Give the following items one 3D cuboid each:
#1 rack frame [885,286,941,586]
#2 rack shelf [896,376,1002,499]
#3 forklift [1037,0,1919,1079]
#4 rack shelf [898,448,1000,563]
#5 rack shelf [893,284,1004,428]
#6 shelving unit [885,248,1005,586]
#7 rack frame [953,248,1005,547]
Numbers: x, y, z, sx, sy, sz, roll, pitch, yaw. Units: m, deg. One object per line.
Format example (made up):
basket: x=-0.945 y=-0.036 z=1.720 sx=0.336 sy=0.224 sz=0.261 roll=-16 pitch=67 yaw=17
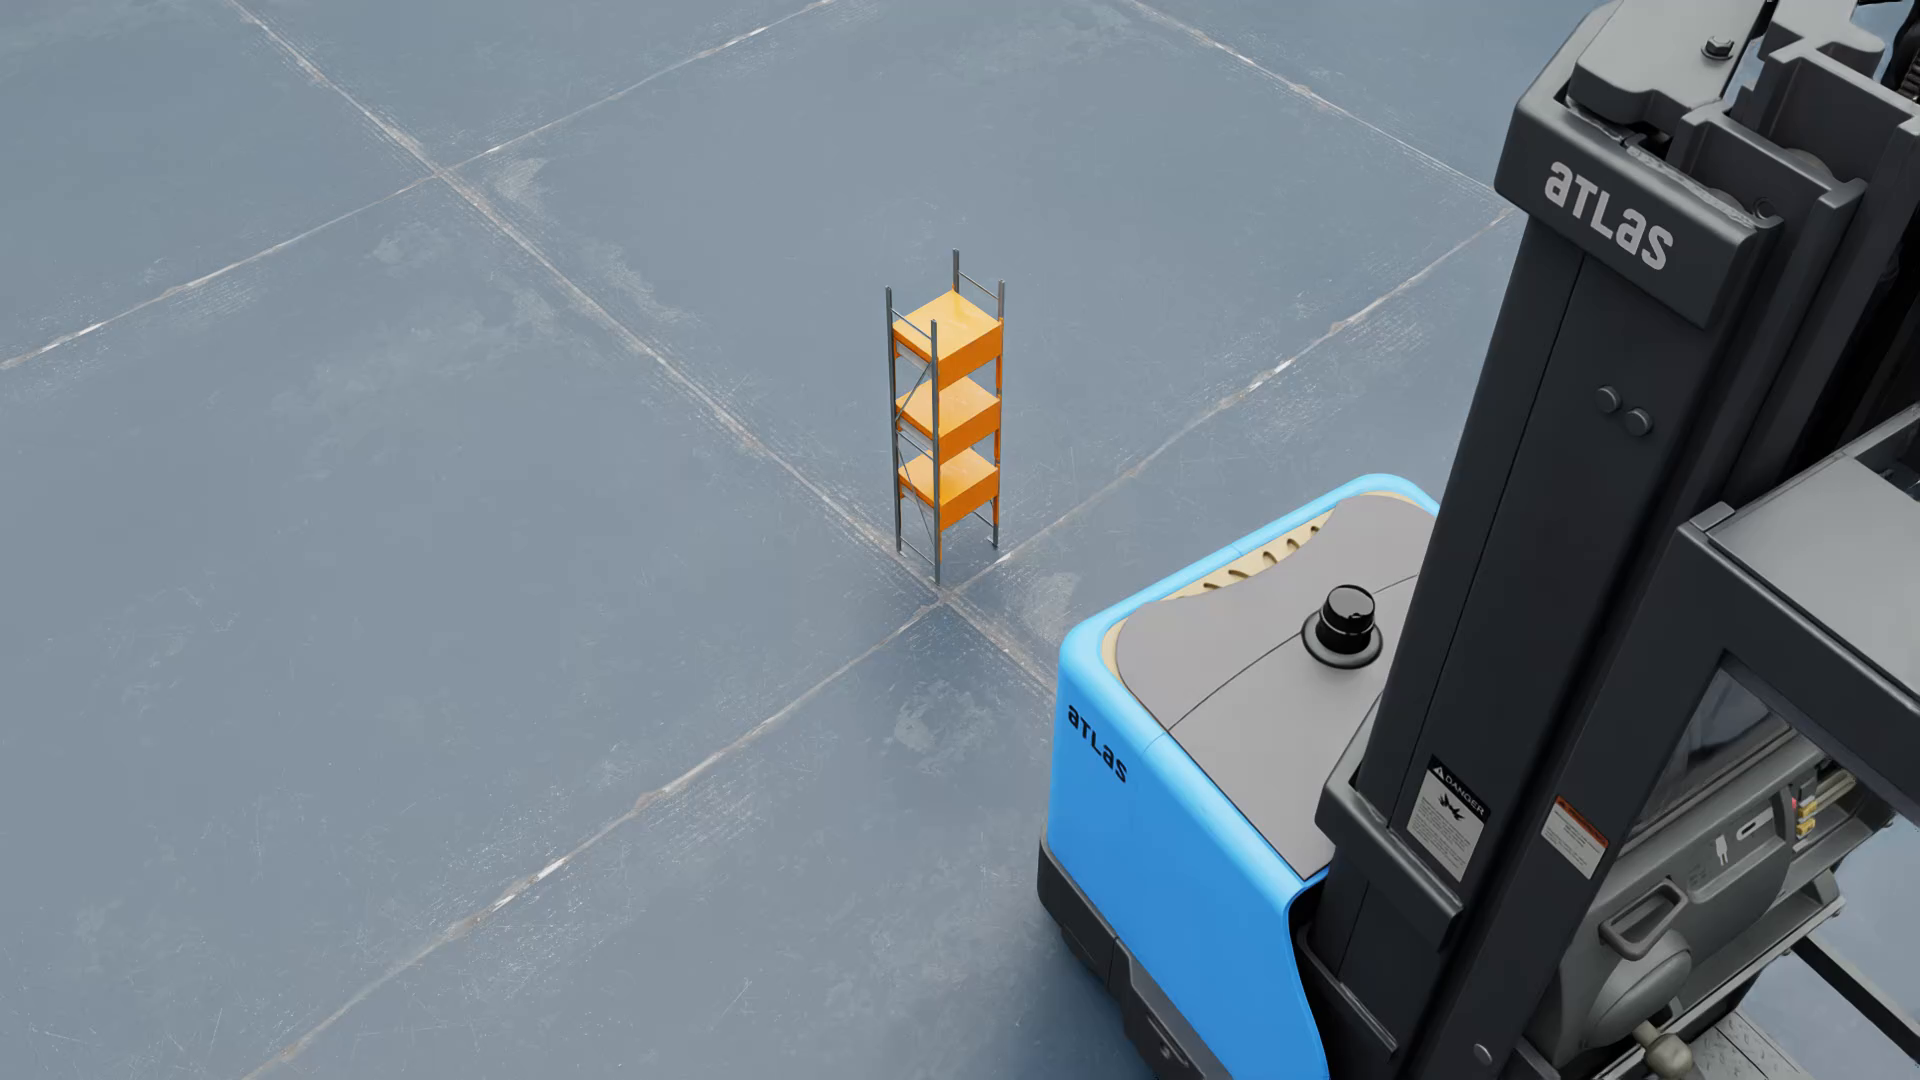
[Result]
rack frame: x=-0.130 y=-0.269 z=4.784 sx=0.008 sy=1.050 sz=0.200 roll=-34 pitch=56 yaw=-27
rack shelf: x=-0.040 y=-0.322 z=4.848 sx=0.240 sy=0.259 sz=0.215 roll=-34 pitch=56 yaw=-27
forklift: x=1.430 y=0.651 z=2.655 sx=1.130 sy=2.935 sz=3.031 roll=-26 pitch=52 yaw=-22
rack shelf: x=-0.040 y=-0.134 z=5.052 sx=0.240 sy=0.259 sz=0.215 roll=-34 pitch=56 yaw=-27
rack shelf: x=-0.040 y=-0.515 z=4.639 sx=0.240 sy=0.259 sz=0.215 roll=-34 pitch=56 yaw=-27
shelving unit: x=-0.040 y=-0.330 z=4.840 sx=0.252 sy=1.050 sz=0.215 roll=-34 pitch=56 yaw=-27
rack frame: x=0.051 y=-0.390 z=4.895 sx=0.008 sy=1.050 sz=0.200 roll=-34 pitch=56 yaw=-27
